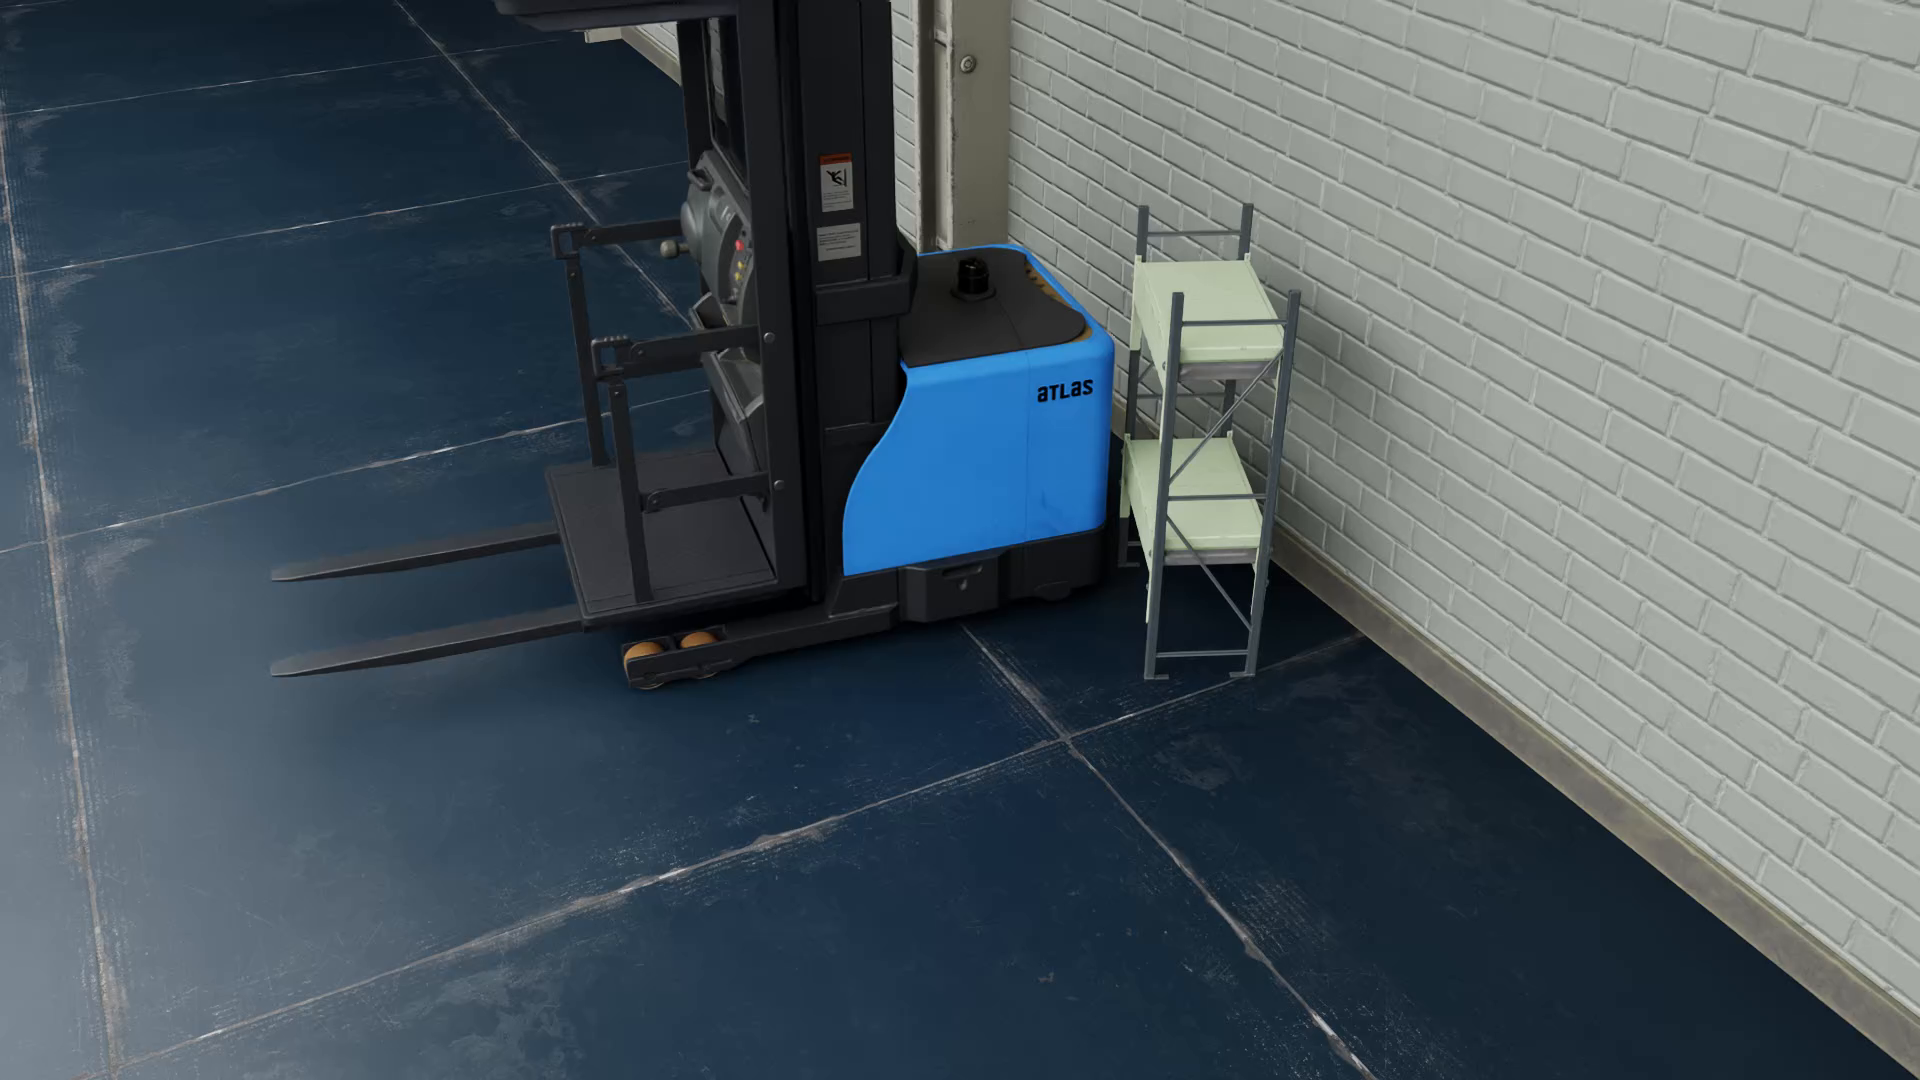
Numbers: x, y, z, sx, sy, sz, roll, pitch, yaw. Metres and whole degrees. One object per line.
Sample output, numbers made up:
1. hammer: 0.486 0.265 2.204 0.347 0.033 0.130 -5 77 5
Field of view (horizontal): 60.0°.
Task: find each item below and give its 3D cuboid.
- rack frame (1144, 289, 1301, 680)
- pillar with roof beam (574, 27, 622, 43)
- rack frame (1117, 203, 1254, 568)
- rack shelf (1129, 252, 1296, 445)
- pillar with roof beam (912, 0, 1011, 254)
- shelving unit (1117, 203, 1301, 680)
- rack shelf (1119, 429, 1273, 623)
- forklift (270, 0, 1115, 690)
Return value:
1. rack frame: 0.861 -0.140 5.578 0.400 1.500 0.023 -2 33 -3
2. pillar with roof beam: -6.599 -6.620 8.741 9.100 9.000 0.400 -16 36 -23
3. rack frame: 0.823 -0.534 6.193 0.400 1.500 0.023 -2 33 -3
4. rack shelf: 0.842 -0.665 5.675 0.431 0.370 0.720 -2 33 -3
5. pillar with roof beam: -3.802 -3.757 4.272 9.100 9.000 0.400 -16 36 -23
6. shelving unit: 0.842 -0.337 5.885 0.431 1.500 0.755 -2 33 -3
7. rack shelf: 0.842 -0.062 6.061 0.431 0.370 0.720 -2 33 -3
8. forklift: -1.008 -1.023 5.630 3.031 2.935 1.130 -10 34 -16
